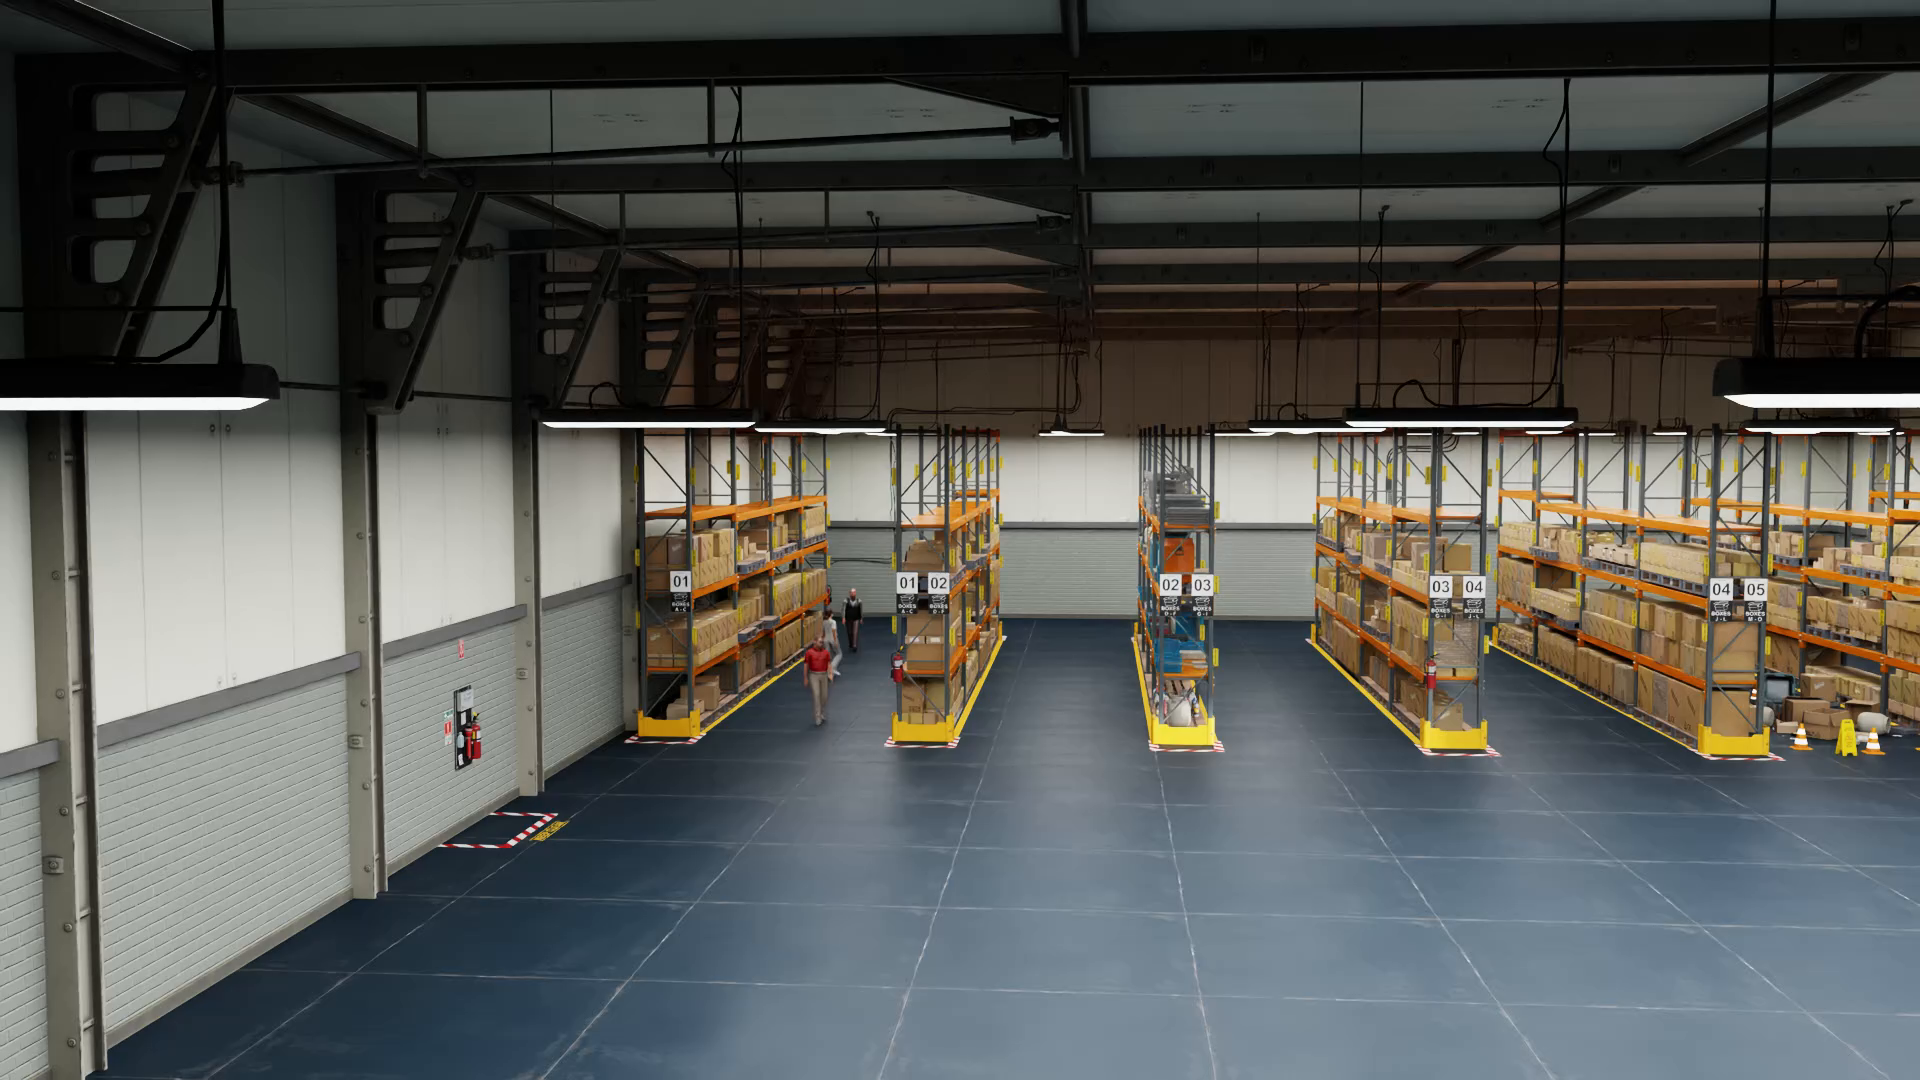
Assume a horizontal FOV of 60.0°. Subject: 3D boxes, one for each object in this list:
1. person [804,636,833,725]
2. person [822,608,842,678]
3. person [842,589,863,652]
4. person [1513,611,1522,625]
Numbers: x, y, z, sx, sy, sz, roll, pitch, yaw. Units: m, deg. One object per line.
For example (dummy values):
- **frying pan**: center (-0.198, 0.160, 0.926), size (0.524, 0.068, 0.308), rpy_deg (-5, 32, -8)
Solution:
- **person**: center (-2.811, 2.834, 33.665), size (0.568, 1.730, 0.774), rpy_deg (-2, 4, -27)
- **person**: center (-3.094, 2.460, 39.794), size (0.498, 1.660, 0.456), rpy_deg (1, 4, 20)
- **person**: center (-2.913, 2.157, 44.829), size (0.554, 1.667, 1.084), rpy_deg (0, 3, 1)
- **person**: center (16.435, 1.858, 49.079), size (0.579, 1.700, 1.073), rpy_deg (3, 5, 44)
